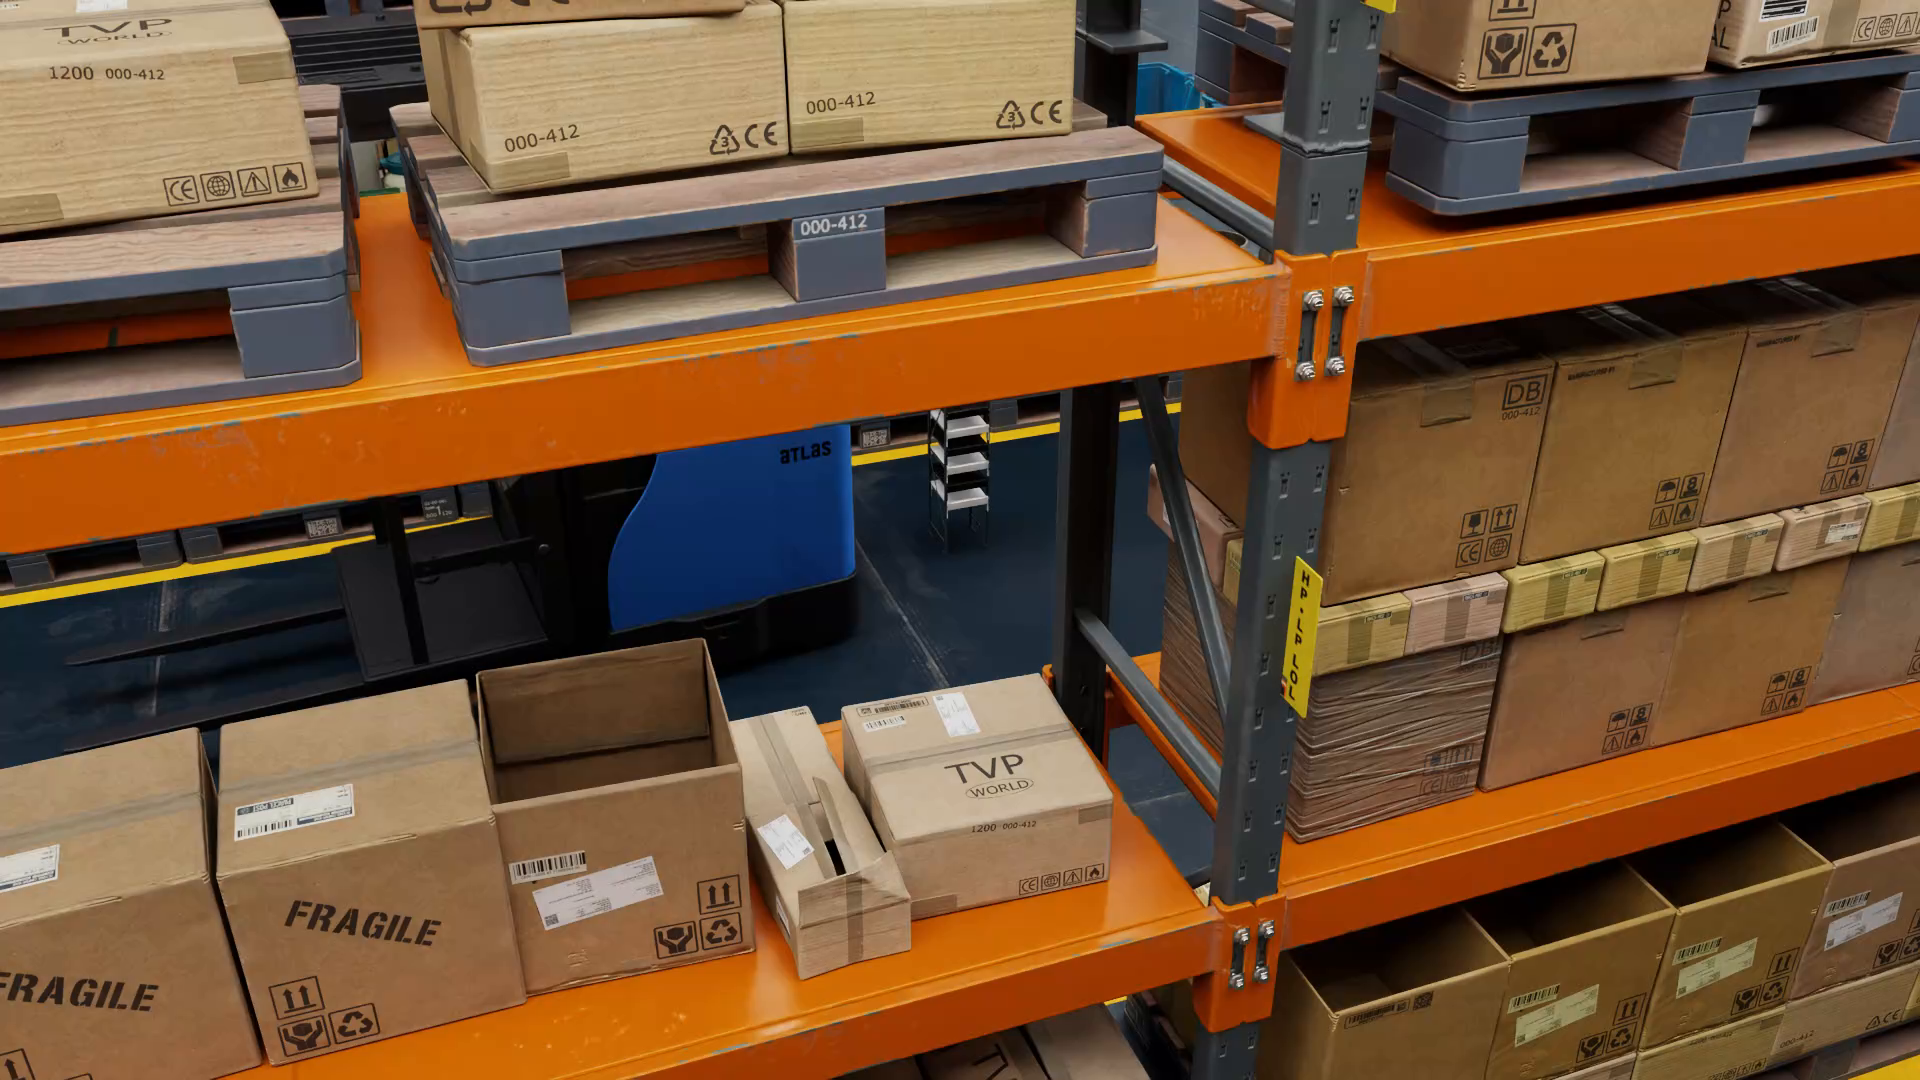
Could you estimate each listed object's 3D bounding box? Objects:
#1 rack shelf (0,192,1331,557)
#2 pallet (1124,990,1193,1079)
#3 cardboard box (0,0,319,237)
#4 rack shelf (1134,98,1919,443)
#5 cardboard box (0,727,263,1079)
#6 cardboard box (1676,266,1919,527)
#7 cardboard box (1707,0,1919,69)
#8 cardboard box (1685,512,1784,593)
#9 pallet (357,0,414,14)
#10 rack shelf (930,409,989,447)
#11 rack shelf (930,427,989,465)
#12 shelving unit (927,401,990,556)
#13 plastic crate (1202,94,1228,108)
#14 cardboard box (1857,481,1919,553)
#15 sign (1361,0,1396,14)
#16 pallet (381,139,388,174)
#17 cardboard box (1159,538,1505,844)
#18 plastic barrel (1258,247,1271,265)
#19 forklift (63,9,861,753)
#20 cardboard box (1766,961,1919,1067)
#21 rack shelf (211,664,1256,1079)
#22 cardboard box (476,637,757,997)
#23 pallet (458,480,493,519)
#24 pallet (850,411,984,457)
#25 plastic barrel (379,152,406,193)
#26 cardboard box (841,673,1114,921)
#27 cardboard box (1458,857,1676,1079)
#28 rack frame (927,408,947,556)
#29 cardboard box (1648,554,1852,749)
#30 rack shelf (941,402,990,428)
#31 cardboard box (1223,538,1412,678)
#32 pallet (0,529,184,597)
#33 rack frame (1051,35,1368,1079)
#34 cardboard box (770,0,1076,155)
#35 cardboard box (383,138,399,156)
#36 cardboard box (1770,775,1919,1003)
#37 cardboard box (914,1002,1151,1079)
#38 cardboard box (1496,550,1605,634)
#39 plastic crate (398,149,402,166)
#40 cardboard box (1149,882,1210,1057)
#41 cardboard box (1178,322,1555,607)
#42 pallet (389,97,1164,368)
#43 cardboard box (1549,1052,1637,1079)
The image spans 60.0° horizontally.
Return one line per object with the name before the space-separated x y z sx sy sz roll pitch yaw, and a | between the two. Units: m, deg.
rack shelf | -1.400 -0.234 2.826 4.000 0.370 1.077 -10 31 -18
pallet | 1.235 1.506 4.894 1.213 0.211 1.003 -10 31 -18
cardboard box | -1.339 -0.707 2.658 0.500 0.250 0.500 -13 32 -22
rack shelf | 2.349 -0.924 4.038 4.000 0.370 1.077 -10 31 -18
cardboard box | -1.707 0.762 3.282 0.500 0.500 0.500 -12 32 -20
cardboard box | 1.831 -0.449 4.096 0.500 0.500 0.700 -10 31 -18
cardboard box | 1.545 -1.154 3.239 0.500 0.311 0.500 -12 32 -20
cardboard box | 1.751 -0.047 4.046 0.250 0.149 0.380 -11 32 -19
pallet | -3.743 -4.037 11.999 1.213 0.211 1.003 -10 31 -18
rack shelf | -0.008 -0.517 7.452 0.200 0.077 0.258 -10 31 -18
rack shelf | -0.008 -0.439 7.497 0.200 0.077 0.258 -10 31 -18
shelving unit | -0.008 -0.390 7.525 0.210 0.900 0.258 -10 31 -18
plastic crate | 1.525 -2.178 8.693 0.408 0.251 0.499 -10 31 -18
cardboard box | 2.245 -0.139 4.207 0.250 0.149 0.380 -11 31 -18
sign | 0.673 -1.003 2.609 0.005 0.325 0.100 -10 31 -18
pallet | -3.705 -2.838 12.518 1.213 0.211 1.003 -10 31 -18
cardboard box | 0.888 0.289 4.112 0.500 0.500 0.700 -11 32 -19
plastic barrel | 1.910 -1.530 9.494 0.421 0.512 0.421 0 30 0
forklift | -1.982 -0.783 6.163 3.031 2.935 1.130 -13 32 -21
cardboard box | 2.422 1.228 4.918 0.500 0.250 0.500 -10 31 -18
rack shelf | -1.400 1.070 3.569 4.000 0.370 1.077 -10 31 -18
cardboard box | -0.744 0.584 3.593 0.500 0.500 0.500 -8 31 -14
pallet | -1.971 -0.522 8.452 1.213 0.211 1.003 -10 31 -18
pallet | -0.605 -0.772 8.891 1.213 0.211 1.003 -10 31 -18
plastic barrel | -2.543 -1.669 7.790 0.301 0.262 0.301 0 30 0
cardboard box | 0.029 0.582 3.849 0.500 0.250 0.500 -8 31 -15
cardboard box | 1.484 1.074 4.431 0.500 0.500 0.500 -10 31 -18
rack frame | -0.103 -0.372 7.494 0.006 0.900 0.240 -10 31 -18
cardboard box | 1.852 0.110 4.425 0.500 0.500 0.700 -10 31 -17
rack shelf | -0.008 -0.595 7.408 0.200 0.077 0.258 -10 31 -18
cardboard box | 0.794 0.130 3.735 0.250 0.149 0.380 -10 31 -18
pallet | -4.258 -0.100 7.713 1.213 0.211 1.003 -10 31 -18
rack frame | 0.475 0.412 3.997 0.127 3.000 1.000 -10 31 -18
cardboard box | -0.106 -0.907 3.008 0.500 0.250 0.500 -7 30 -12
cardboard box | -4.013 -3.120 12.277 0.500 0.500 0.700 -11 31 -18
cardboard box | 2.424 0.904 4.730 0.500 0.500 0.500 -10 31 -18
cardboard box | 0.195 1.383 4.078 0.500 0.311 0.500 -10 31 -18
cardboard box | 1.271 0.041 3.891 0.250 0.149 0.380 -11 32 -19
plastic crate | -2.174 -1.545 7.448 0.575 0.384 0.392 -10 31 -18
cardboard box | 0.833 1.243 4.892 0.500 0.250 0.500 -10 31 -18
cardboard box | 0.888 -0.275 3.790 0.500 0.500 0.700 -10 31 -17
pallet | -0.347 -0.650 3.024 1.217 0.209 0.805 -12 32 -20
cardboard box | 1.485 1.401 4.614 0.500 0.250 0.500 -10 31 -18
